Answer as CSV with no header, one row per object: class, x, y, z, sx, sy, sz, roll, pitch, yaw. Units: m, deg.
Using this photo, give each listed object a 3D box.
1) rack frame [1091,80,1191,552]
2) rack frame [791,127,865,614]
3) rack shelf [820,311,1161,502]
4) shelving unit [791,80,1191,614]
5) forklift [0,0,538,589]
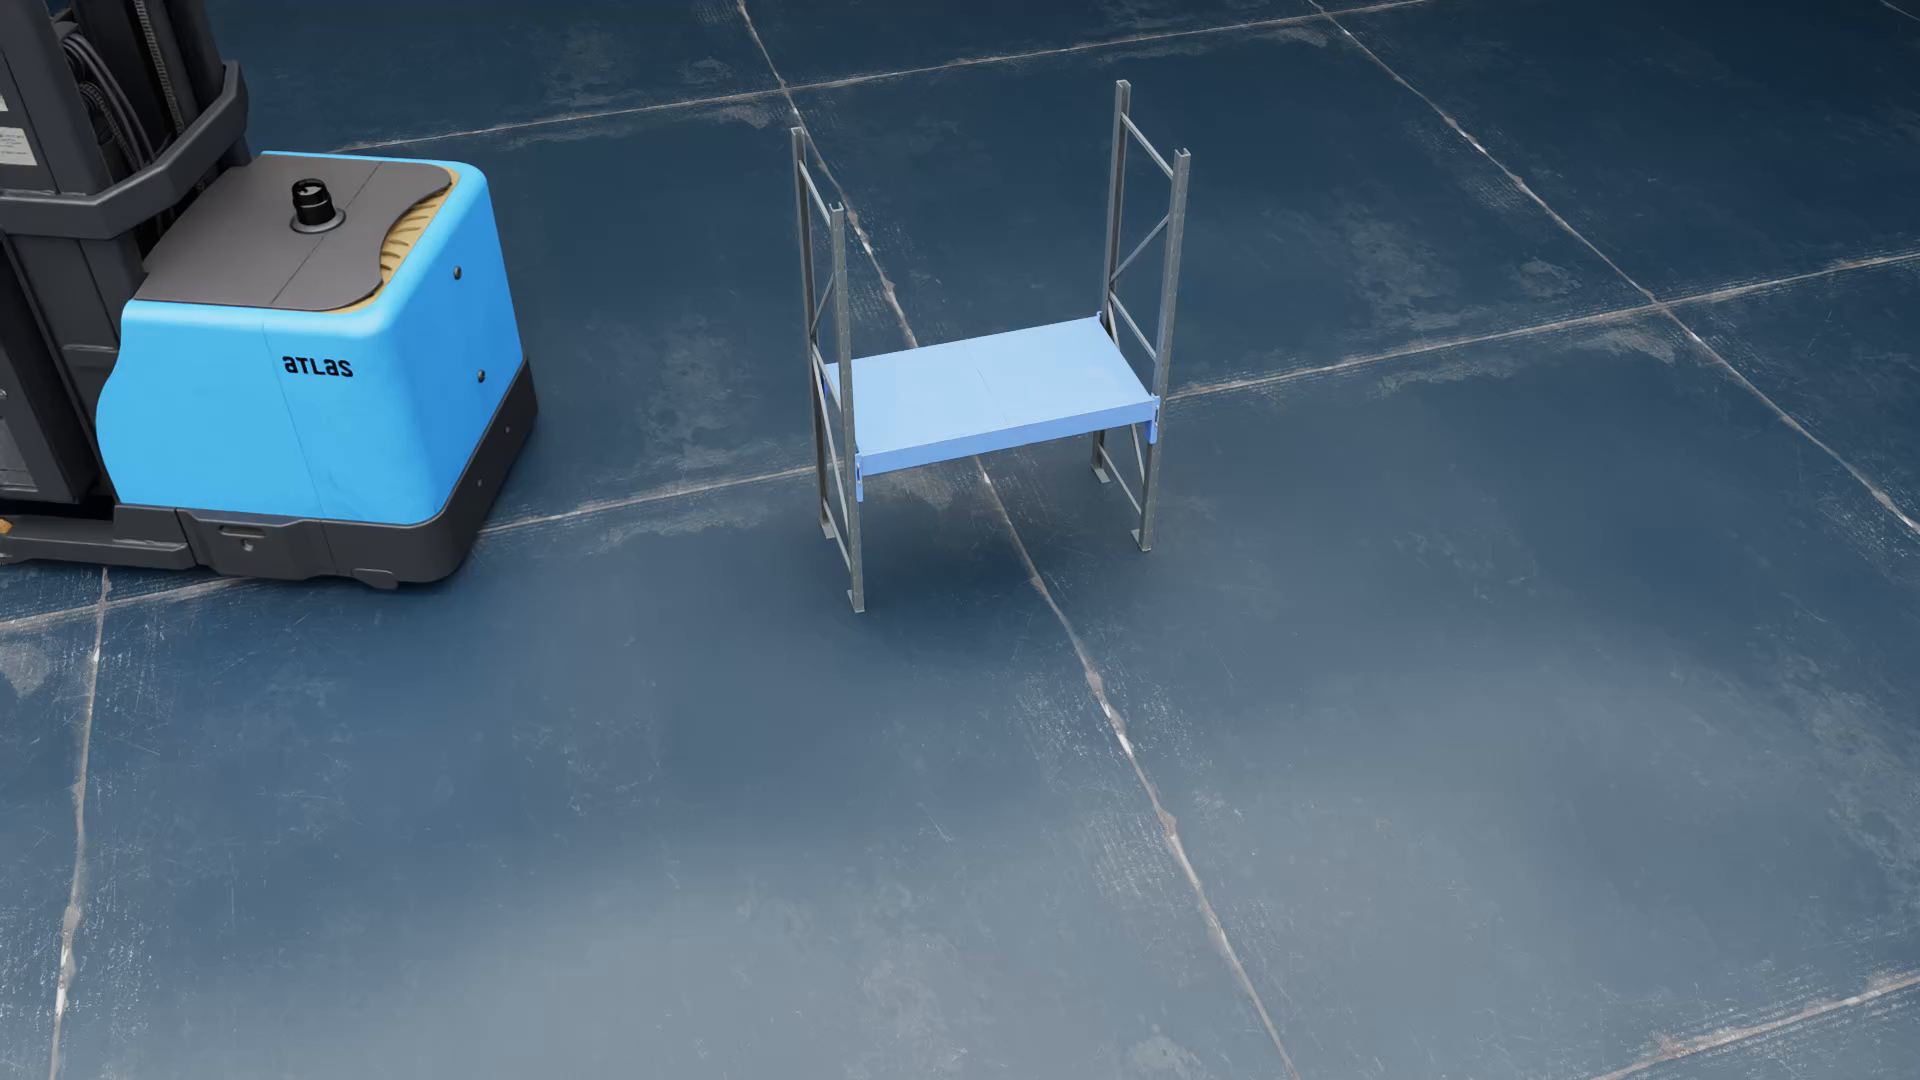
rack frame,0.566,-0.682,5.391,0.032,1.500,0.500,-12,42,-13
rack frame,-0.404,-0.481,5.161,0.032,1.500,0.500,-12,42,-13
rack shelf,0.081,-0.446,5.394,1.000,0.185,0.538,-12,42,-13
shelving unit,0.081,-0.582,5.276,1.048,1.500,0.538,-12,42,-13
forklift,-3.123,-1.359,5.078,3.031,2.935,1.130,4,41,5
